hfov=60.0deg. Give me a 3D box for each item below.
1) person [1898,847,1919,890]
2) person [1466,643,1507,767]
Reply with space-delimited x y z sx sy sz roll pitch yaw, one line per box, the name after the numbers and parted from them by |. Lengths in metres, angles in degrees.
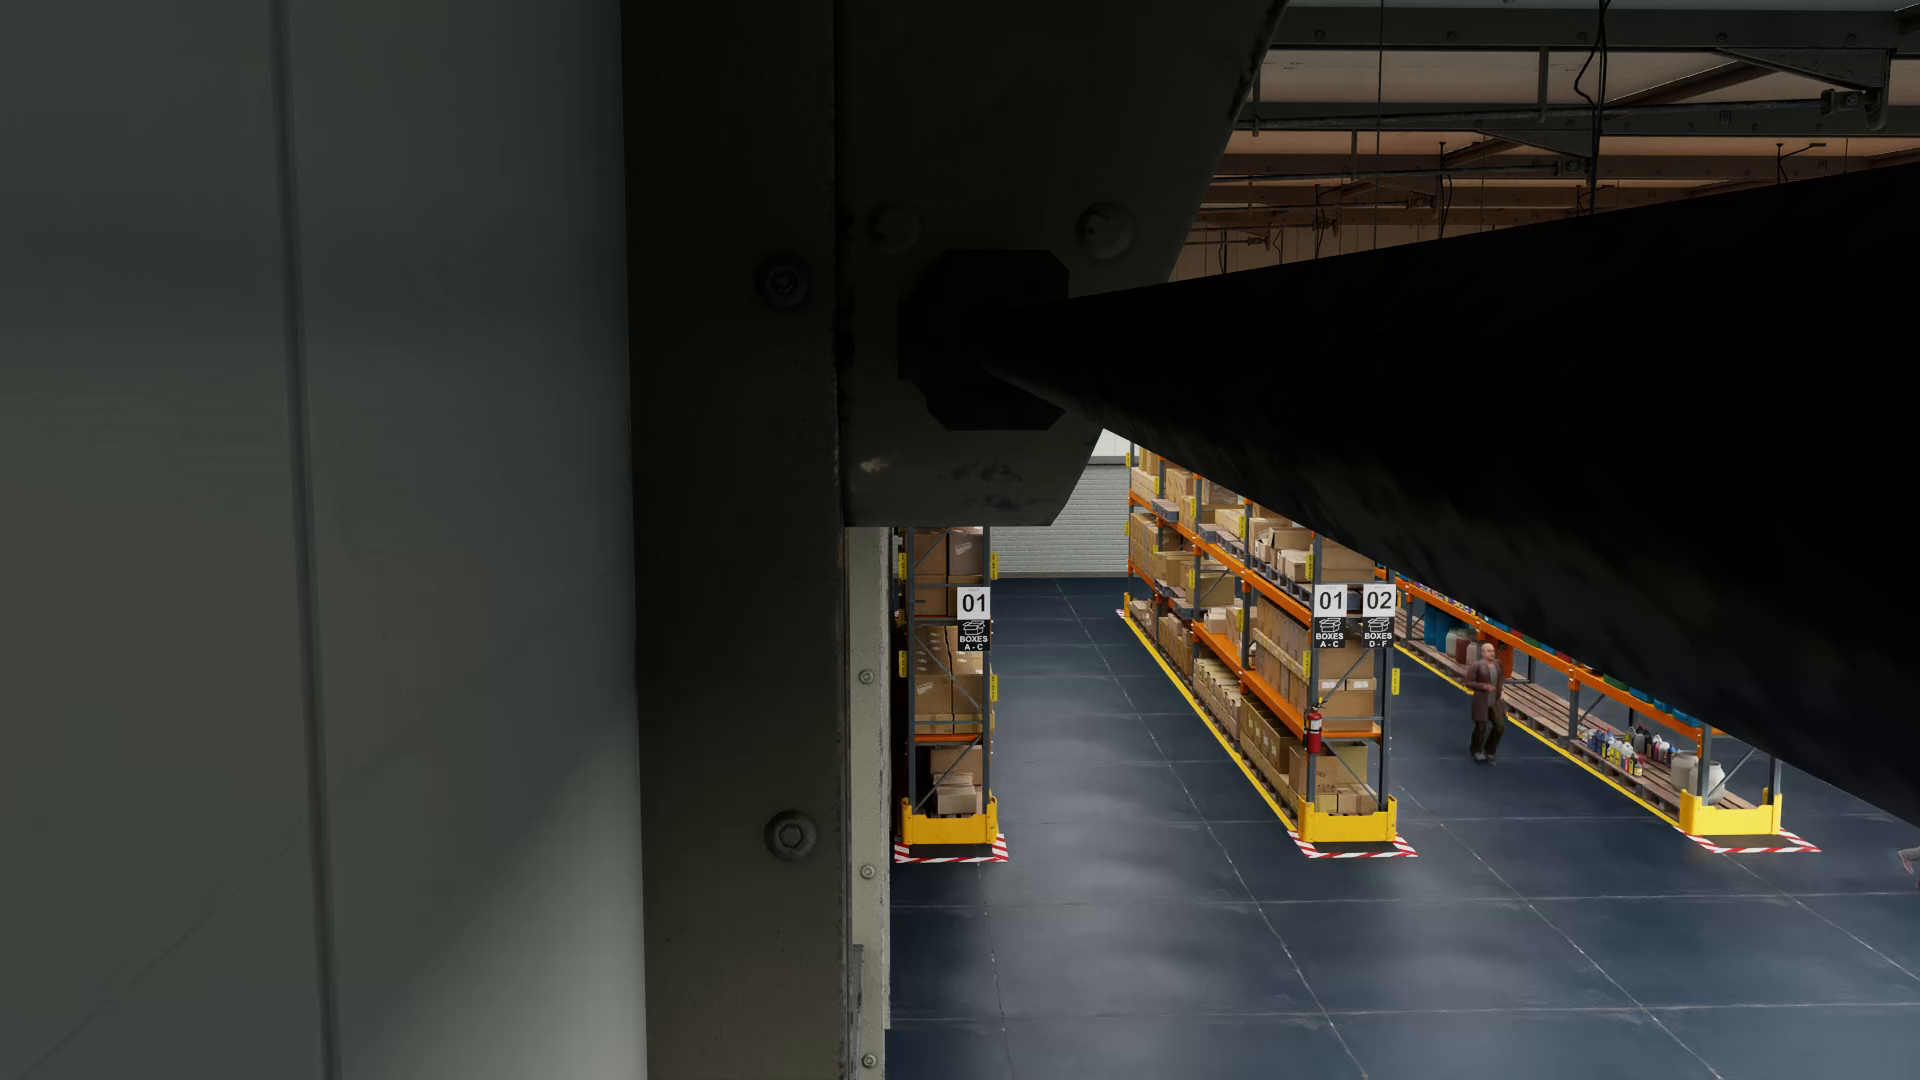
10.907 3.165 18.664 0.629 1.629 0.593 5 9 36 | person
7.651 2.392 24.069 0.702 1.808 0.742 -1 7 -11 | person
